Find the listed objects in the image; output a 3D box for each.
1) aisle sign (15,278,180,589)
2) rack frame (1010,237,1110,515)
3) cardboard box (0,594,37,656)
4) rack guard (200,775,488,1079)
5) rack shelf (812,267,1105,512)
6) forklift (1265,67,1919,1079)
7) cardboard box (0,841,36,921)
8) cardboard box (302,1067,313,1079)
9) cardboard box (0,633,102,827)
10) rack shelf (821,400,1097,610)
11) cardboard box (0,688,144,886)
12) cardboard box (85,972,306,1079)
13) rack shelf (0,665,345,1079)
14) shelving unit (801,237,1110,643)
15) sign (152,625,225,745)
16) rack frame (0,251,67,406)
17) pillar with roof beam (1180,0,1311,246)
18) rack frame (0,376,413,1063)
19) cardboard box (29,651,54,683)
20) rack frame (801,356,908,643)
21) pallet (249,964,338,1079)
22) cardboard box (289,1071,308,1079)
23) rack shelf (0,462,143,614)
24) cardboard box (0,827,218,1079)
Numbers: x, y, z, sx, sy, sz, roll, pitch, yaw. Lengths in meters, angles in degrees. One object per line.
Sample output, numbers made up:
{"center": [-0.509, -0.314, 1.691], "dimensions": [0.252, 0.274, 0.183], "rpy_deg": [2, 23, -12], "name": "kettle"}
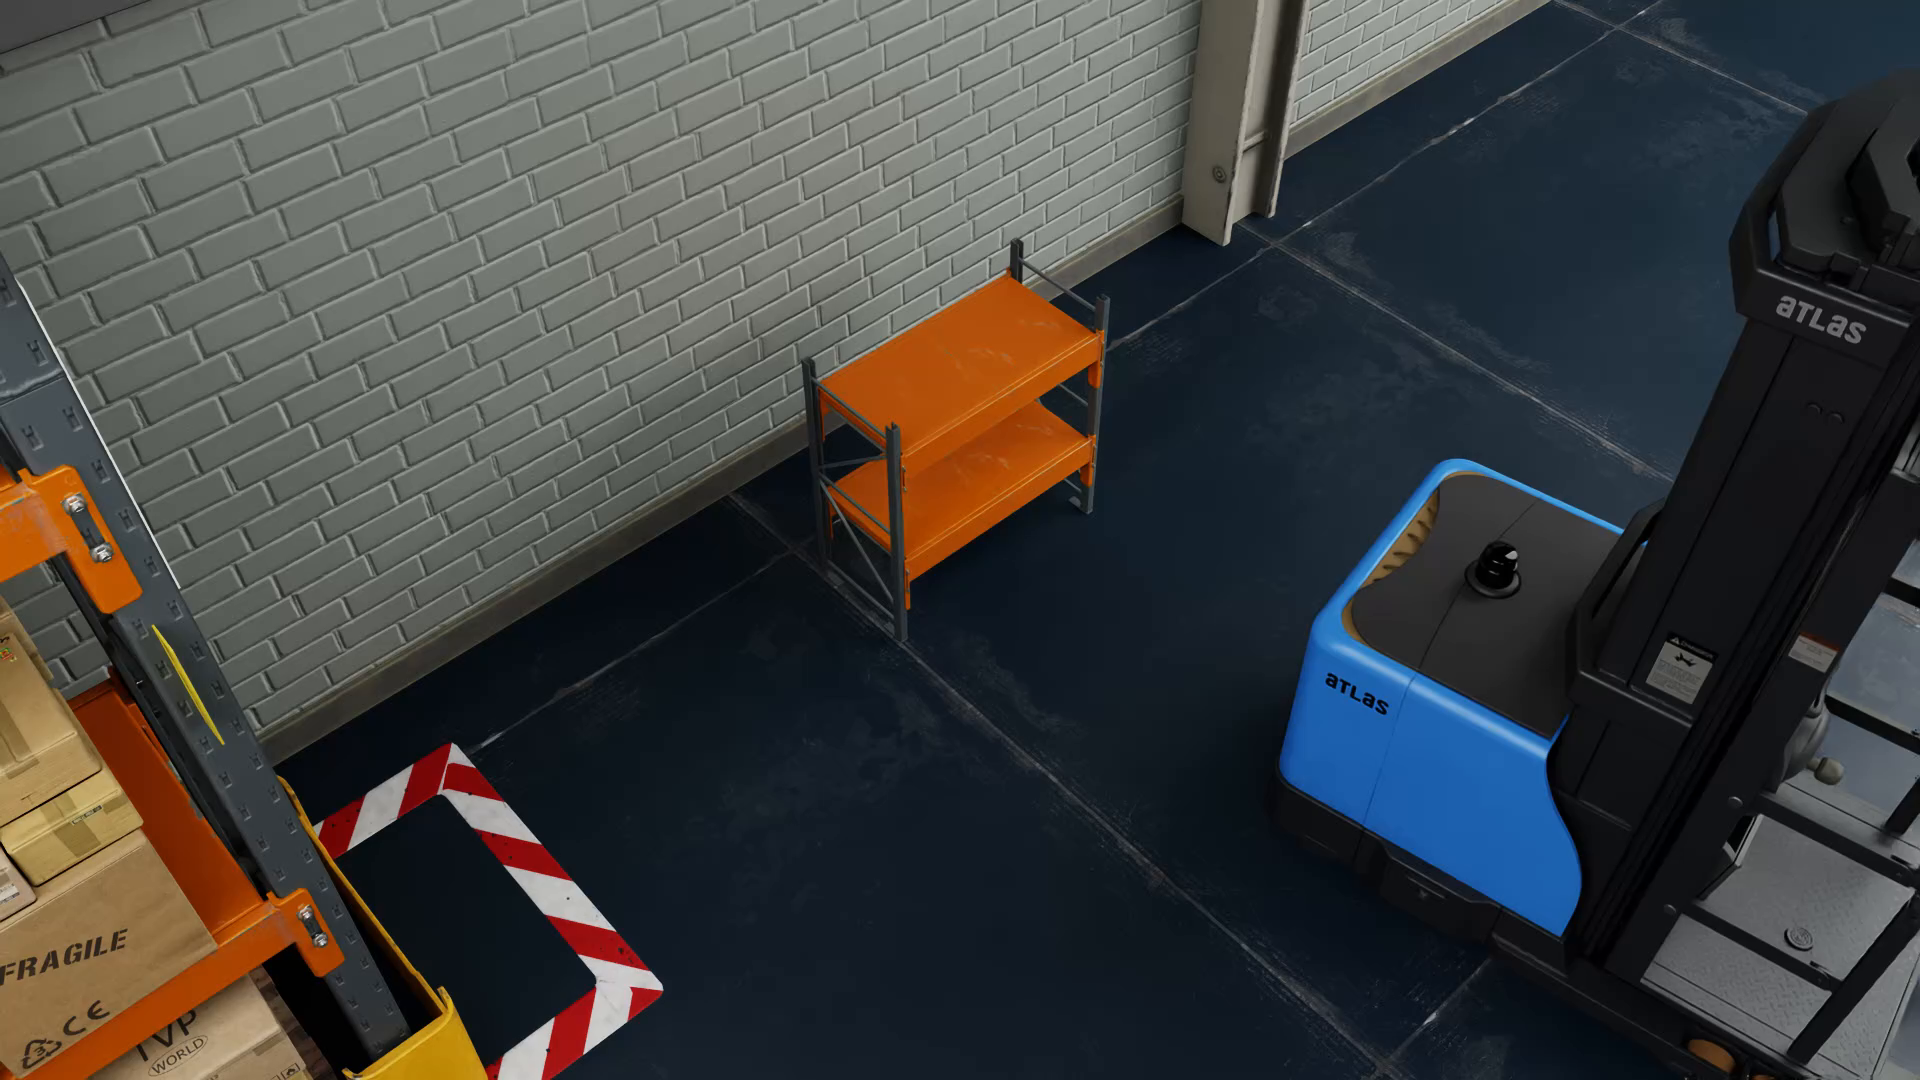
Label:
{"center": [-1.745, -0.274, 3.246], "dimensions": [0.004, 0.787, 0.394], "rpy_deg": [-34, 56, -27], "name": "aisle sign"}
{"center": [0.371, -0.629, 6.619], "dimensions": [0.032, 1.125, 0.500], "rpy_deg": [-34, 56, -27], "name": "rack frame"}
{"center": [-2.384, 0.176, 3.888], "dimensions": [0.250, 0.149, 0.380], "rpy_deg": [-35, 56, -28], "name": "cardboard box"}
{"center": [-1.974, 1.316, 5.249], "dimensions": [0.348, 0.500, 1.175], "rpy_deg": [-34, 56, -27], "name": "rack guard"}
{"center": [-0.005, -0.577, 6.172], "dimensions": [1.000, 0.278, 0.538], "rpy_deg": [-34, 56, -27], "name": "rack shelf"}
{"center": [2.556, 0.366, 4.472], "dimensions": [3.031, 2.935, 1.130], "rpy_deg": [29, 54, 24], "name": "forklift"}
{"center": [-2.228, 0.693, 3.614], "dimensions": [0.250, 0.149, 0.380], "rpy_deg": [-33, 55, -27], "name": "cardboard box"}
{"center": [-2.126, 1.675, 4.802], "dimensions": [0.500, 0.250, 0.500], "rpy_deg": [-33, 56, -27], "name": "cardboard box"}
{"center": [-2.115, 0.417, 3.665], "dimensions": [0.250, 0.149, 0.380], "rpy_deg": [-34, 56, -27], "name": "cardboard box"}
{"center": [-0.005, -0.212, 6.566], "dimensions": [1.000, 0.278, 0.538], "rpy_deg": [-34, 56, -27], "name": "rack shelf"}
{"center": [-2.059, 0.550, 3.745], "dimensions": [0.250, 0.149, 0.380], "rpy_deg": [-33, 55, -27], "name": "cardboard box"}
{"center": [-2.122, 1.329, 4.441], "dimensions": [0.500, 0.250, 0.500], "rpy_deg": [-32, 55, -26], "name": "cardboard box"}
{"center": [-3.471, 1.713, 3.671], "dimensions": [4.000, 0.370, 1.077], "rpy_deg": [-34, 56, -27], "name": "rack shelf"}
{"center": [-0.005, -0.378, 6.387], "dimensions": [1.048, 1.125, 0.538], "rpy_deg": [-34, 56, -27], "name": "shelving unit"}
{"center": [-1.637, 0.309, 3.528], "dimensions": [0.005, 0.325, 0.100], "rpy_deg": [-34, 56, -27], "name": "sign"}
{"center": [-1.991, -1.554, 2.114], "dimensions": [0.127, 3.000, 1.000], "rpy_deg": [-34, 56, -27], "name": "rack frame"}
{"center": [4.223, -2.325, 2.826], "dimensions": [0.400, 9.000, 9.100], "rpy_deg": [-34, 56, -27], "name": "pillar with roof beam"}
{"center": [-1.991, 0.480, 4.319], "dimensions": [0.127, 3.000, 1.000], "rpy_deg": [-34, 56, -27], "name": "rack frame"}
{"center": [-2.417, 0.253, 4.019], "dimensions": [0.250, 0.149, 0.380], "rpy_deg": [-35, 56, -28], "name": "cardboard box"}
{"center": [-0.381, -0.127, 6.155], "dimensions": [0.032, 1.125, 0.500], "rpy_deg": [-34, 56, -27], "name": "rack frame"}
{"center": [-2.529, 1.827, 4.974], "dimensions": [1.213, 0.211, 1.003], "rpy_deg": [-34, 56, -27], "name": "pallet"}
{"center": [-2.141, 1.512, 4.613], "dimensions": [0.500, 0.250, 0.500], "rpy_deg": [-34, 56, -28], "name": "cardboard box"}
{"center": [-3.471, 0.696, 2.569], "dimensions": [4.000, 0.370, 1.077], "rpy_deg": [-34, 56, -27], "name": "rack shelf"}
{"center": [-2.179, 0.833, 3.926], "dimensions": [0.500, 0.500, 0.500], "rpy_deg": [-35, 56, -28], "name": "cardboard box"}
